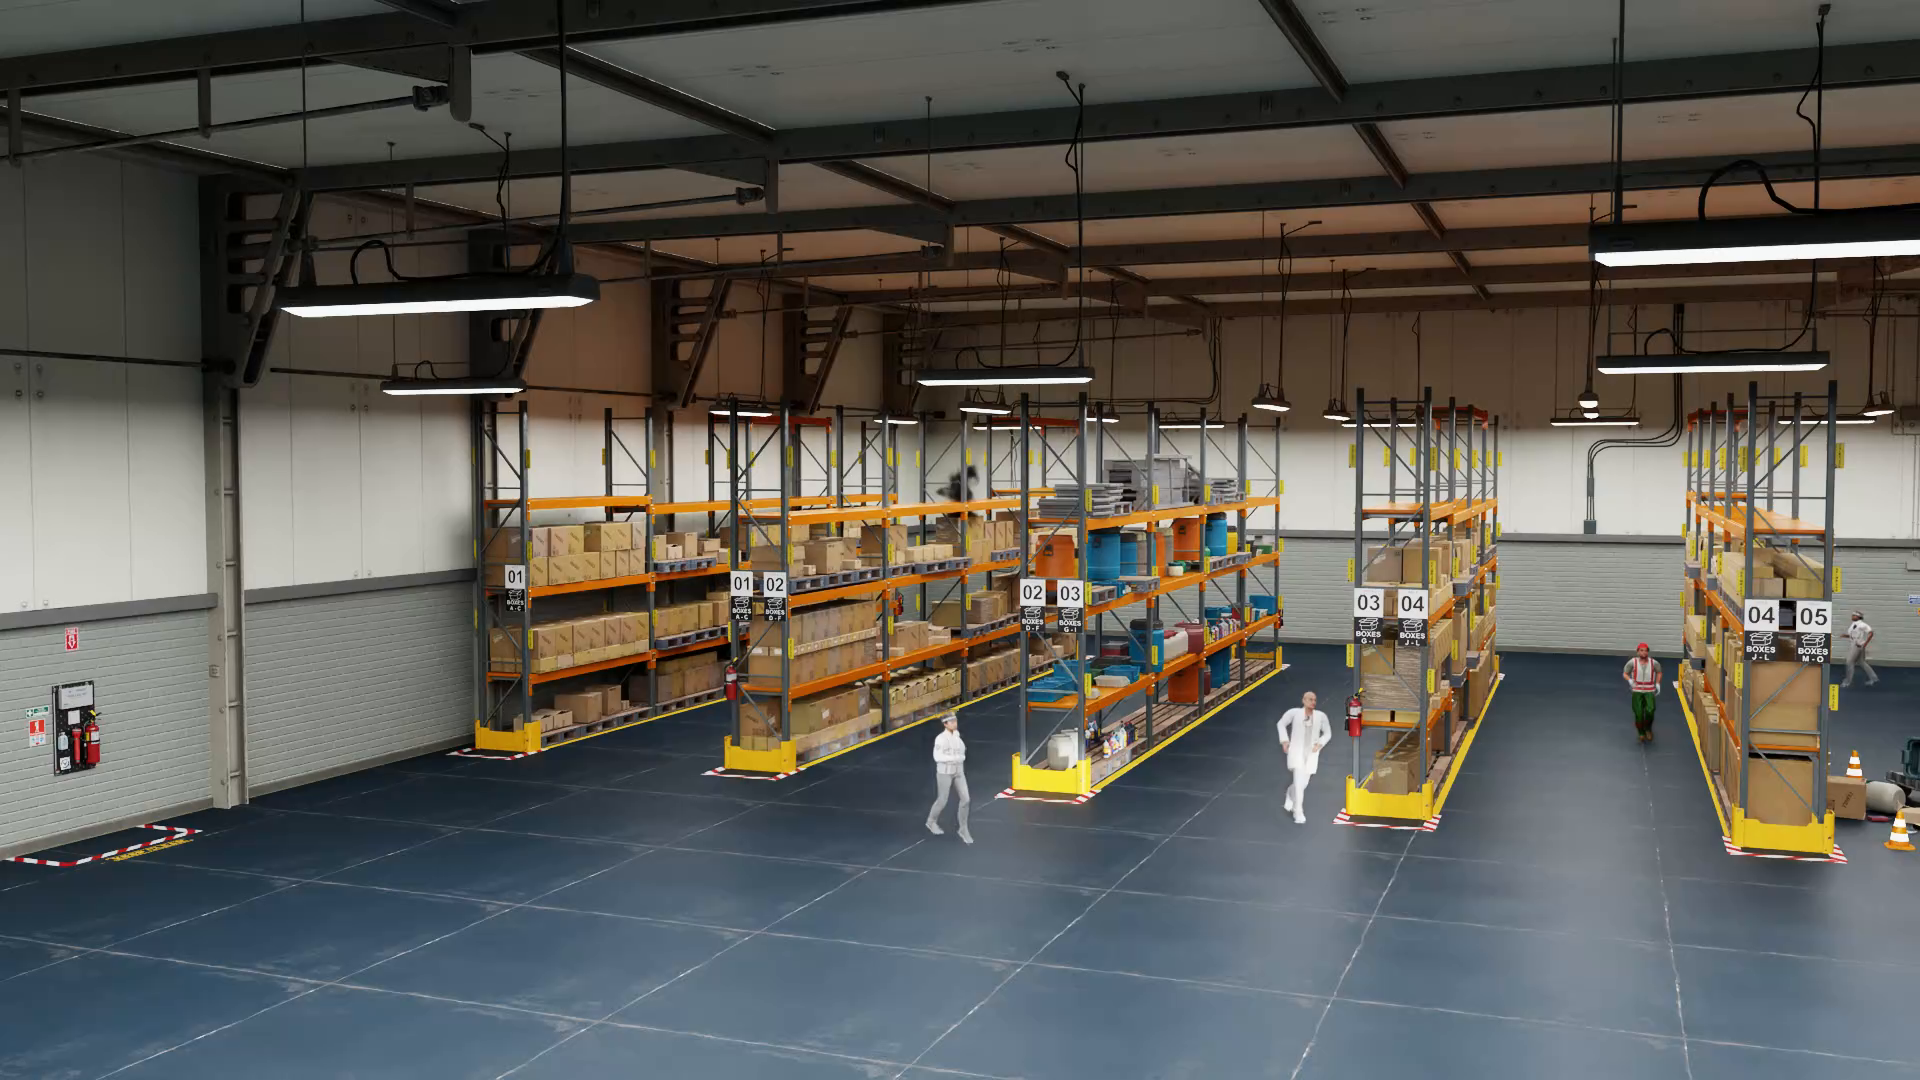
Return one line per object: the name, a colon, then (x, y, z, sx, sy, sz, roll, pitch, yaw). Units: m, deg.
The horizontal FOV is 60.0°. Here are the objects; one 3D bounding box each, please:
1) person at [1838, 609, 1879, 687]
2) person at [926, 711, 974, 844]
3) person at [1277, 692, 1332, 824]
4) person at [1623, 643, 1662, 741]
person: (19.735, 2.383, 36.485, 0.817, 1.743, 0.566, 1, 3, 20)
person: (-0.150, 3.097, 21.800, 0.598, 1.753, 0.777, -3, 4, -42)
person: (4.814, 3.047, 23.220, 0.720, 1.681, 0.894, 0, 3, -5)
person: (12.040, 2.685, 29.337, 0.651, 1.744, 0.609, 1, 3, 20)
